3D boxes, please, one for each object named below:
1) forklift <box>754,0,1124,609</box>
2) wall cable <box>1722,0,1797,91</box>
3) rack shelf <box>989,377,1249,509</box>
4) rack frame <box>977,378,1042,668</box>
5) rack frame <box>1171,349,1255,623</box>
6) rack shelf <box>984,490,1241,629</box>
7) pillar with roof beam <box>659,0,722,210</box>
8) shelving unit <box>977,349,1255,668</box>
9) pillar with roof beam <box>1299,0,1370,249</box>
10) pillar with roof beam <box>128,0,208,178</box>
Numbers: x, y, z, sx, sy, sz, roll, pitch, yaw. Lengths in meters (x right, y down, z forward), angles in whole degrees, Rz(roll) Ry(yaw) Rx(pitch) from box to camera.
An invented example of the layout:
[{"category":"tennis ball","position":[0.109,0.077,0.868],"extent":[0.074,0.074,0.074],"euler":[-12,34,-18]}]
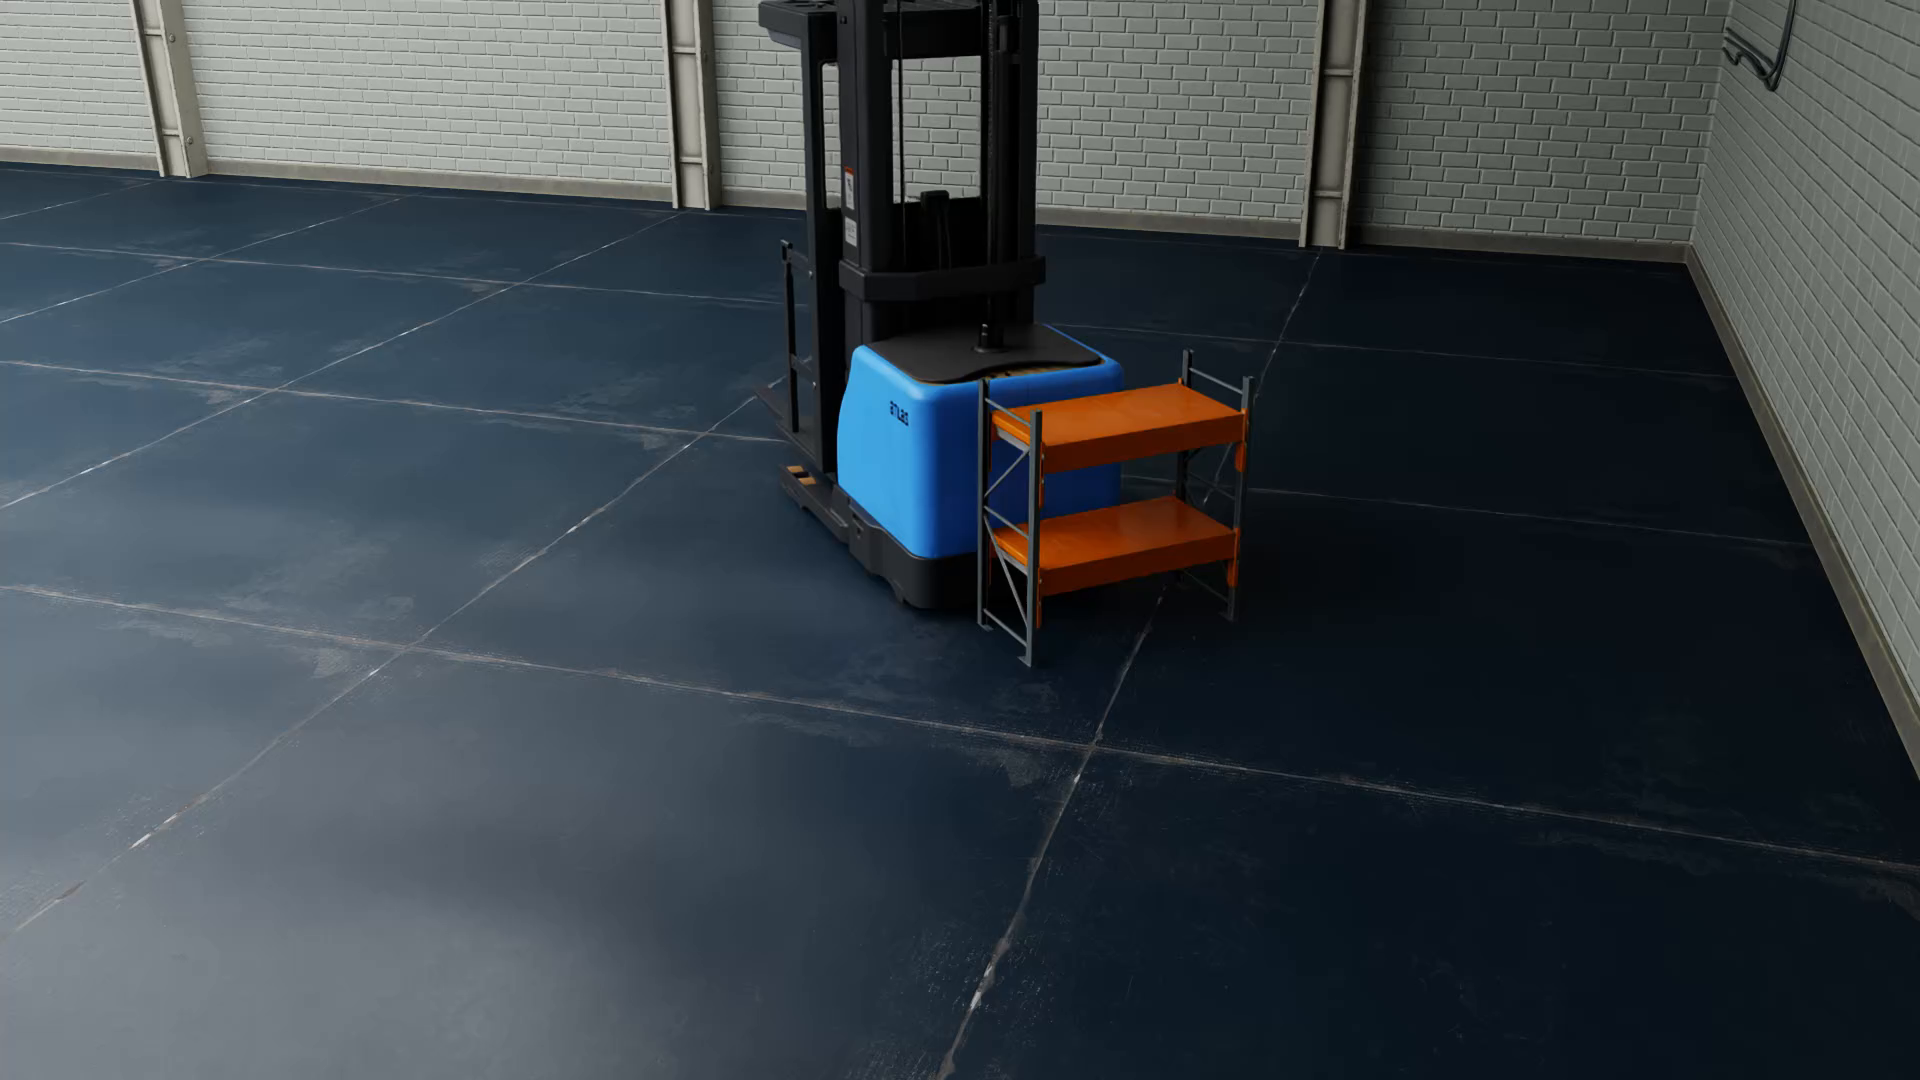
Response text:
[{"category":"forklift","position":[-0.309,-1.577,8.251],"extent":[1.130,2.935,3.031],"euler":[-9,24,-22]},{"category":"wall cable","position":[5.631,-4.519,11.522],"extent":[0.112,2.526,3.097],"euler":[7,23,16]},{"category":"rack shelf","position":[0.656,-0.426,7.054],"extent":[1.000,0.278,0.538],"euler":[-11,25,-24]},{"category":"rack frame","position":[0.200,-0.070,6.957],"extent":[0.032,1.125,0.500],"euler":[-11,25,-24]},{"category":"rack frame","position":[1.112,-0.241,7.374],"extent":[0.032,1.125,0.500],"euler":[-11,25,-24]},{"category":"rack shelf","position":[0.656,0.071,7.258],"extent":[1.000,0.278,0.538],"euler":[-11,25,-24]},{"category":"pillar with roof beam","position":[-3.795,-5.853,10.682],"extent":[0.400,9.000,9.100],"euler":[7,23,16]},{"category":"shelving unit","position":[0.656,-0.155,7.166],"extent":[1.048,1.125,0.538],"euler":[-11,25,-24]},{"category":"pillar with roof beam","position":[1.949,-5.195,9.078],"extent":[0.400,9.000,9.100],"euler":[7,23,16]},{"category":"pillar with roof beam","position":[-9.539,-6.511,12.285],"extent":[0.400,9.000,9.100],"euler":[7,23,16]}]
